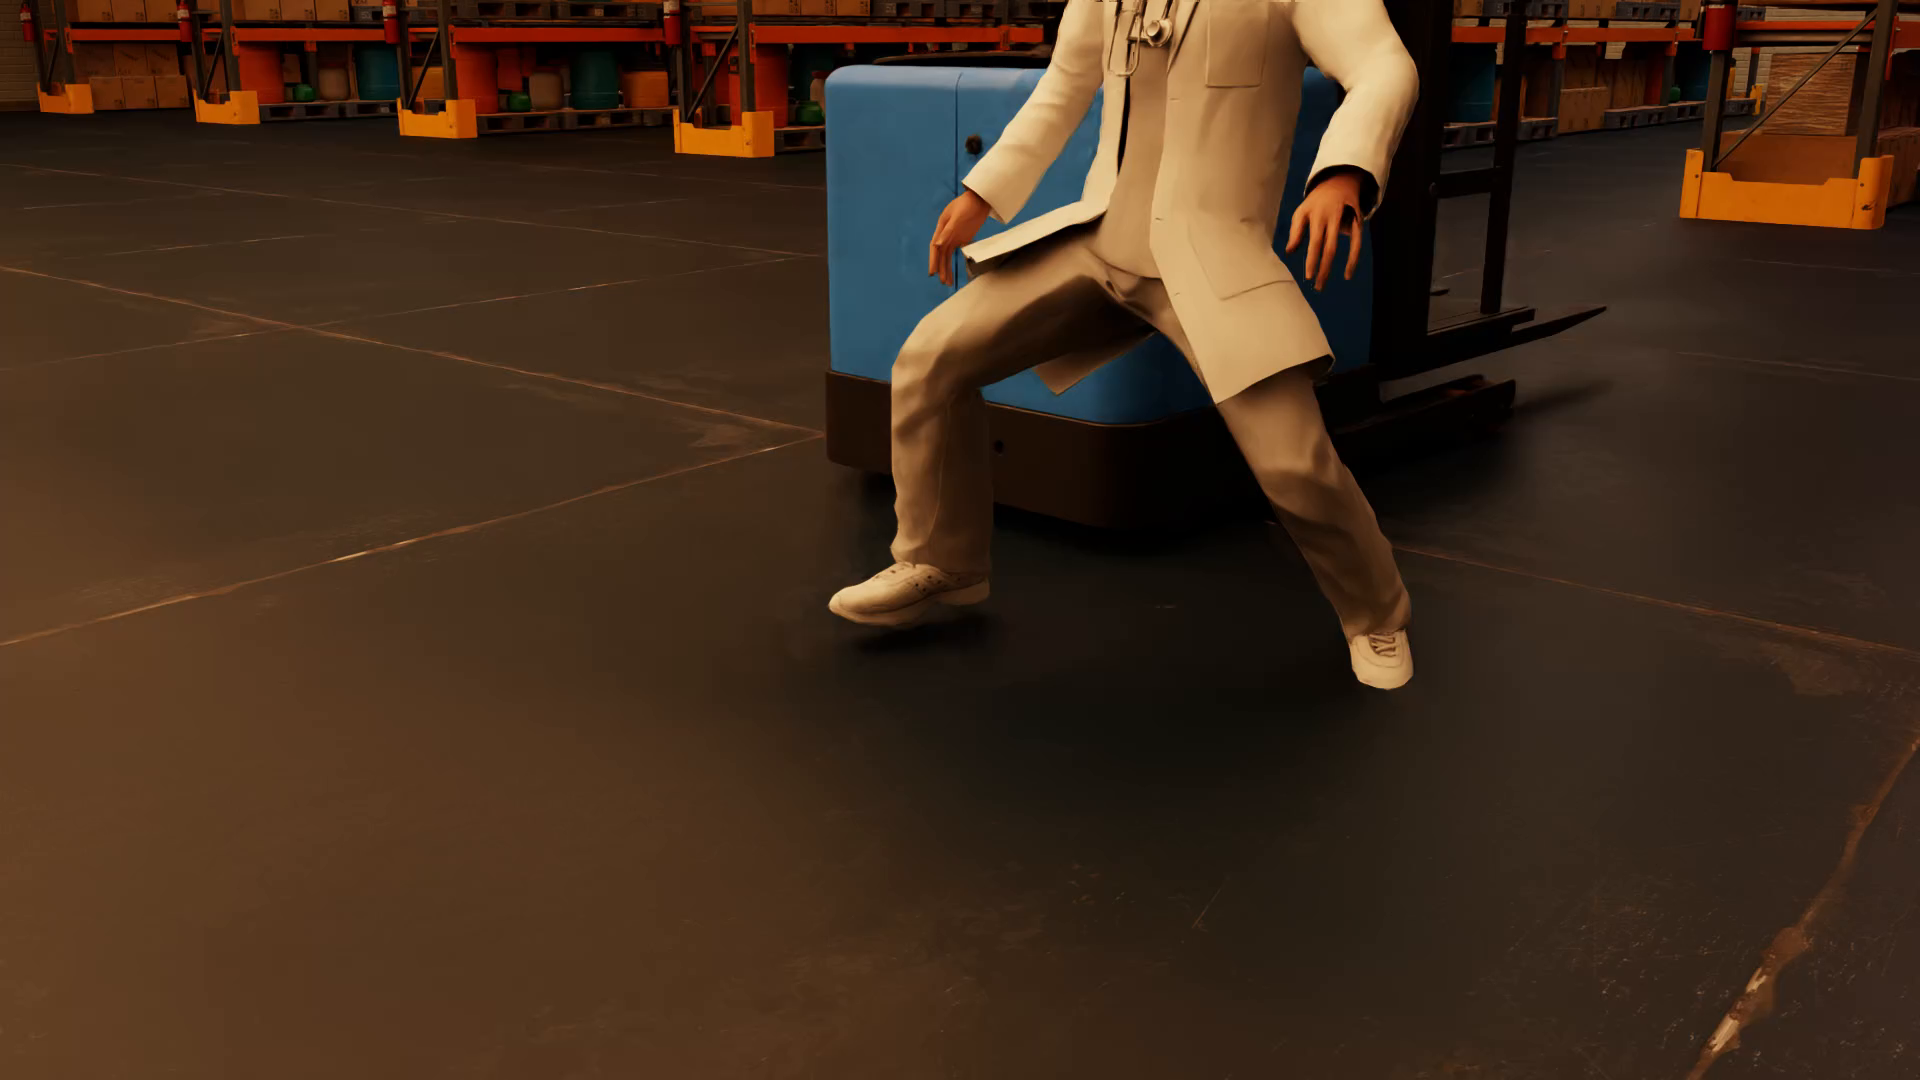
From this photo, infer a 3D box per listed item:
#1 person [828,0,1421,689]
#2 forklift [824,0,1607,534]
[{"bbox_3d":[0.394,-0.519,2.983,0.891,1.645,1.016,-16,23,-42],"label":"person"},{"bbox_3d":[1.023,-1.770,4.726,1.130,2.935,3.031,15,23,41],"label":"forklift"}]
